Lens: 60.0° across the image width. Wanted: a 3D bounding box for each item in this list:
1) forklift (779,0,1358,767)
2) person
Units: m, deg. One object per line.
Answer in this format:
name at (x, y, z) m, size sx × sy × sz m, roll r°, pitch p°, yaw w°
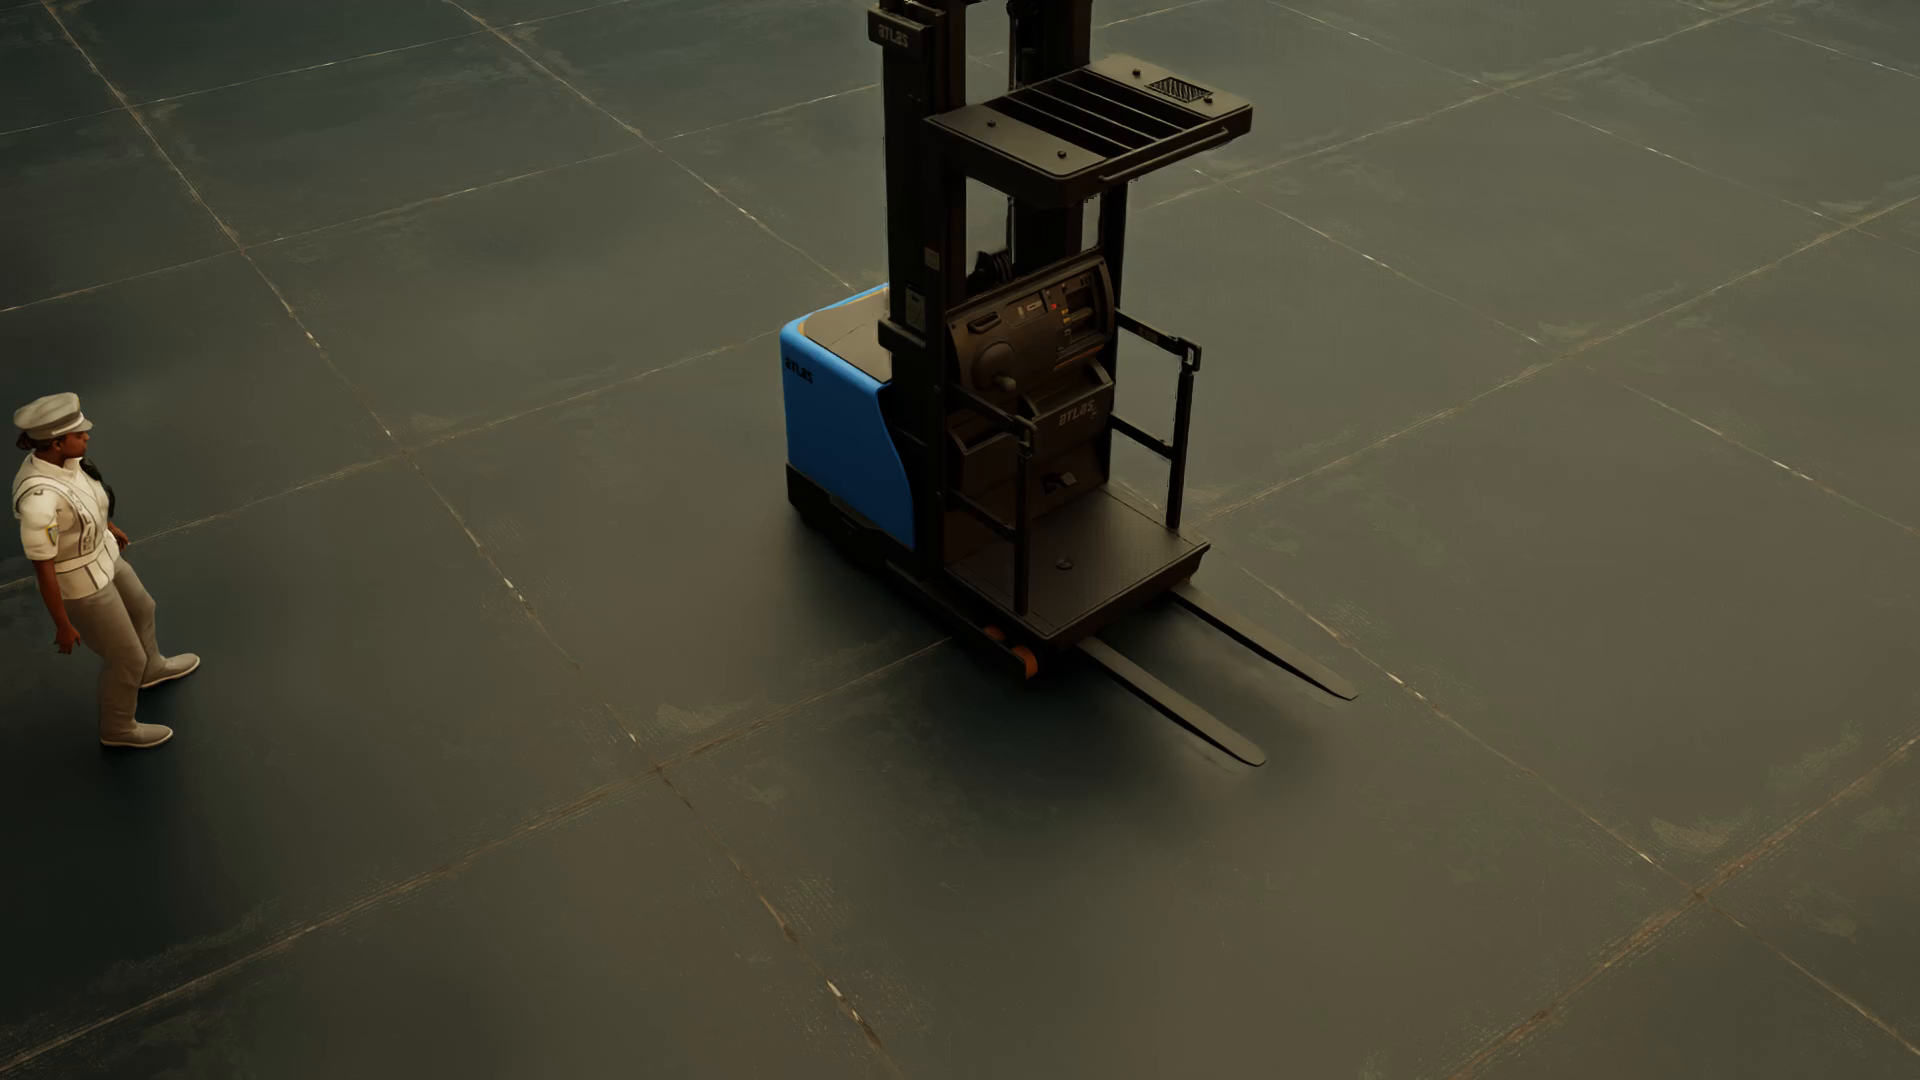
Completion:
forklift at (0.462, -0.881, 7.136) m, size 1.130 × 2.935 × 3.031 m, roll -28°, pitch 45°, yaw -32°
person at (-3.576, 0.132, 6.865) m, size 0.384 × 1.633 × 0.754 m, roll -9°, pitch 37°, yaw -11°
